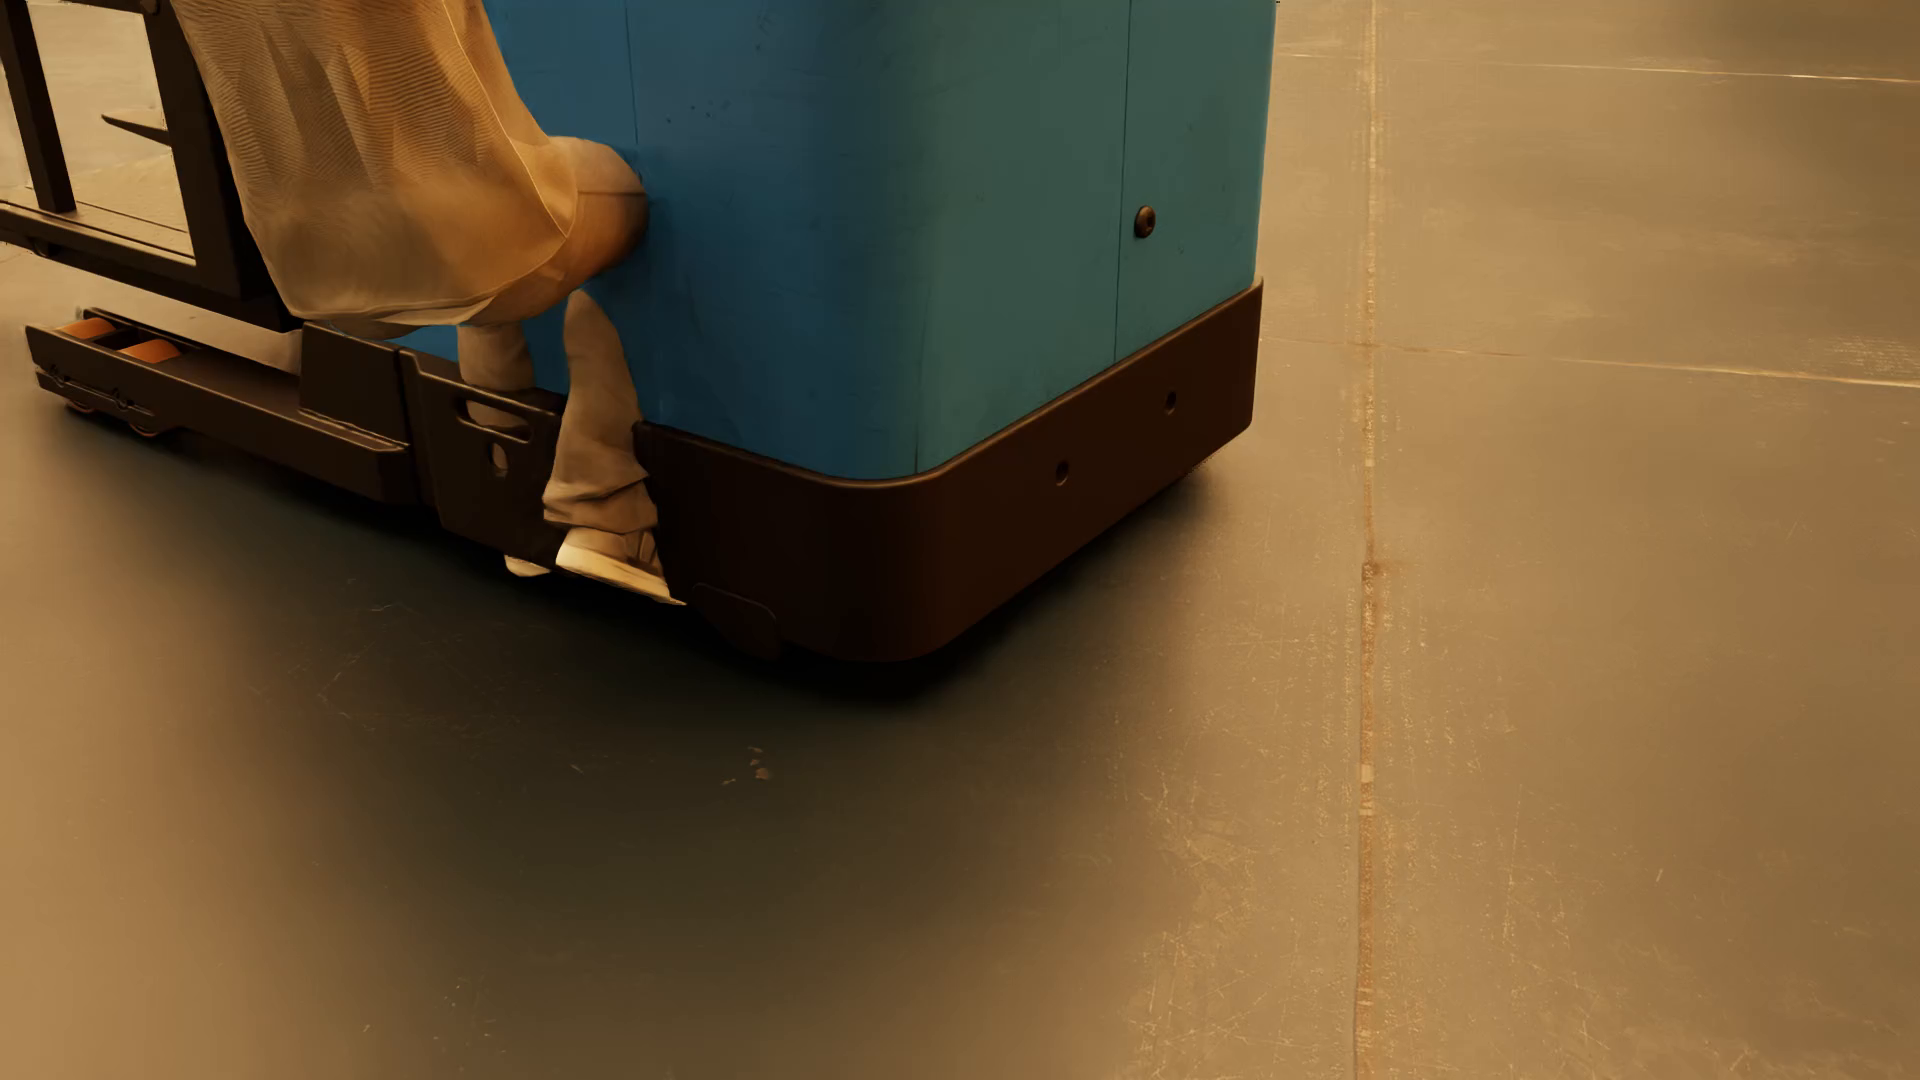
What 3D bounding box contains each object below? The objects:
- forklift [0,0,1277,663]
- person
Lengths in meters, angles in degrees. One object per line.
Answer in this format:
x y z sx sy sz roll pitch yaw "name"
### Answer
-1.020 -1.658 2.532 3.031 2.935 1.130 17 32 31 "forklift"
-0.547 -0.500 1.952 0.906 1.365 0.754 4 27 8 "person"
